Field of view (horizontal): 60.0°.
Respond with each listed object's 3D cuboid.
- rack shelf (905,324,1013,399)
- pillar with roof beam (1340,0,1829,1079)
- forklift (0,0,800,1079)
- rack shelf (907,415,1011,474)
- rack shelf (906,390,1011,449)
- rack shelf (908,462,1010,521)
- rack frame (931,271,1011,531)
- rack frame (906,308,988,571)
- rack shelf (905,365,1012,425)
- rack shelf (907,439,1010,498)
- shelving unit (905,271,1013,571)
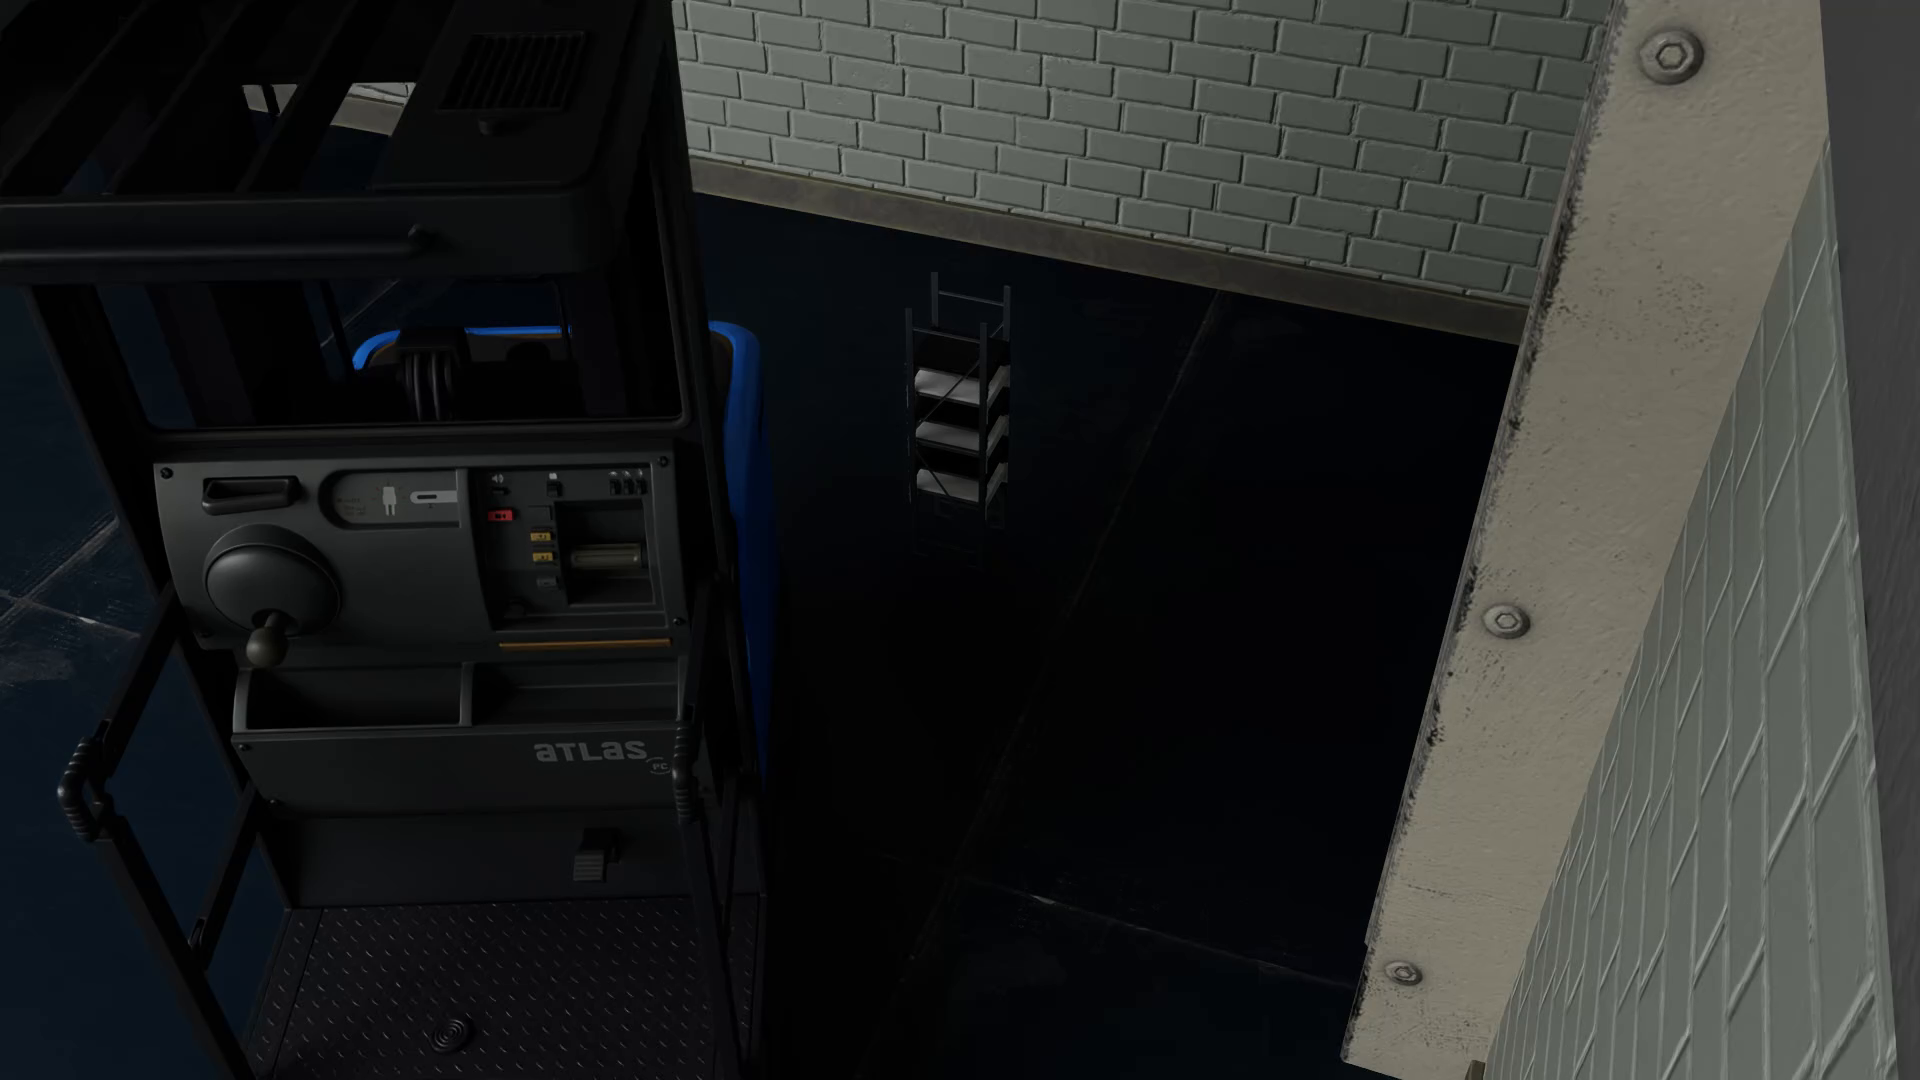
[{"bbox_3d":[-0.003,-0.517,4.799,0.258,0.077,0.200,13,42,15],"label":"rack shelf"},{"bbox_3d":[-2.956,-3.264,2.143,9.100,9.000,0.400,13,42,15],"label":"pillar with roof beam"},{"bbox_3d":[-0.966,0.103,2.871,1.130,2.935,3.031,-1,40,-2],"label":"forklift"},{"bbox_3d":[-0.003,-0.312,4.974,0.258,0.077,0.200,13,42,15],"label":"rack shelf"},{"bbox_3d":[-0.003,-0.381,4.915,0.258,0.077,0.200,13,42,15],"label":"rack shelf"},{"bbox_3d":[-0.003,-0.175,5.091,0.258,0.077,0.200,13,42,15],"label":"rack shelf"},{"bbox_3d":[0.032,-0.399,5.025,0.240,0.900,0.006,13,42,15],"label":"rack frame"},{"bbox_3d":[-0.038,-0.275,4.879,0.240,0.900,0.006,13,42,15],"label":"rack frame"},{"bbox_3d":[-0.003,-0.449,4.857,0.258,0.077,0.200,13,42,15],"label":"rack shelf"},{"bbox_3d":[-0.003,-0.244,5.032,0.258,0.077,0.200,13,42,15],"label":"rack shelf"},{"bbox_3d":[-0.003,-0.337,4.952,0.258,0.900,0.210,13,42,15],"label":"shelving unit"}]
